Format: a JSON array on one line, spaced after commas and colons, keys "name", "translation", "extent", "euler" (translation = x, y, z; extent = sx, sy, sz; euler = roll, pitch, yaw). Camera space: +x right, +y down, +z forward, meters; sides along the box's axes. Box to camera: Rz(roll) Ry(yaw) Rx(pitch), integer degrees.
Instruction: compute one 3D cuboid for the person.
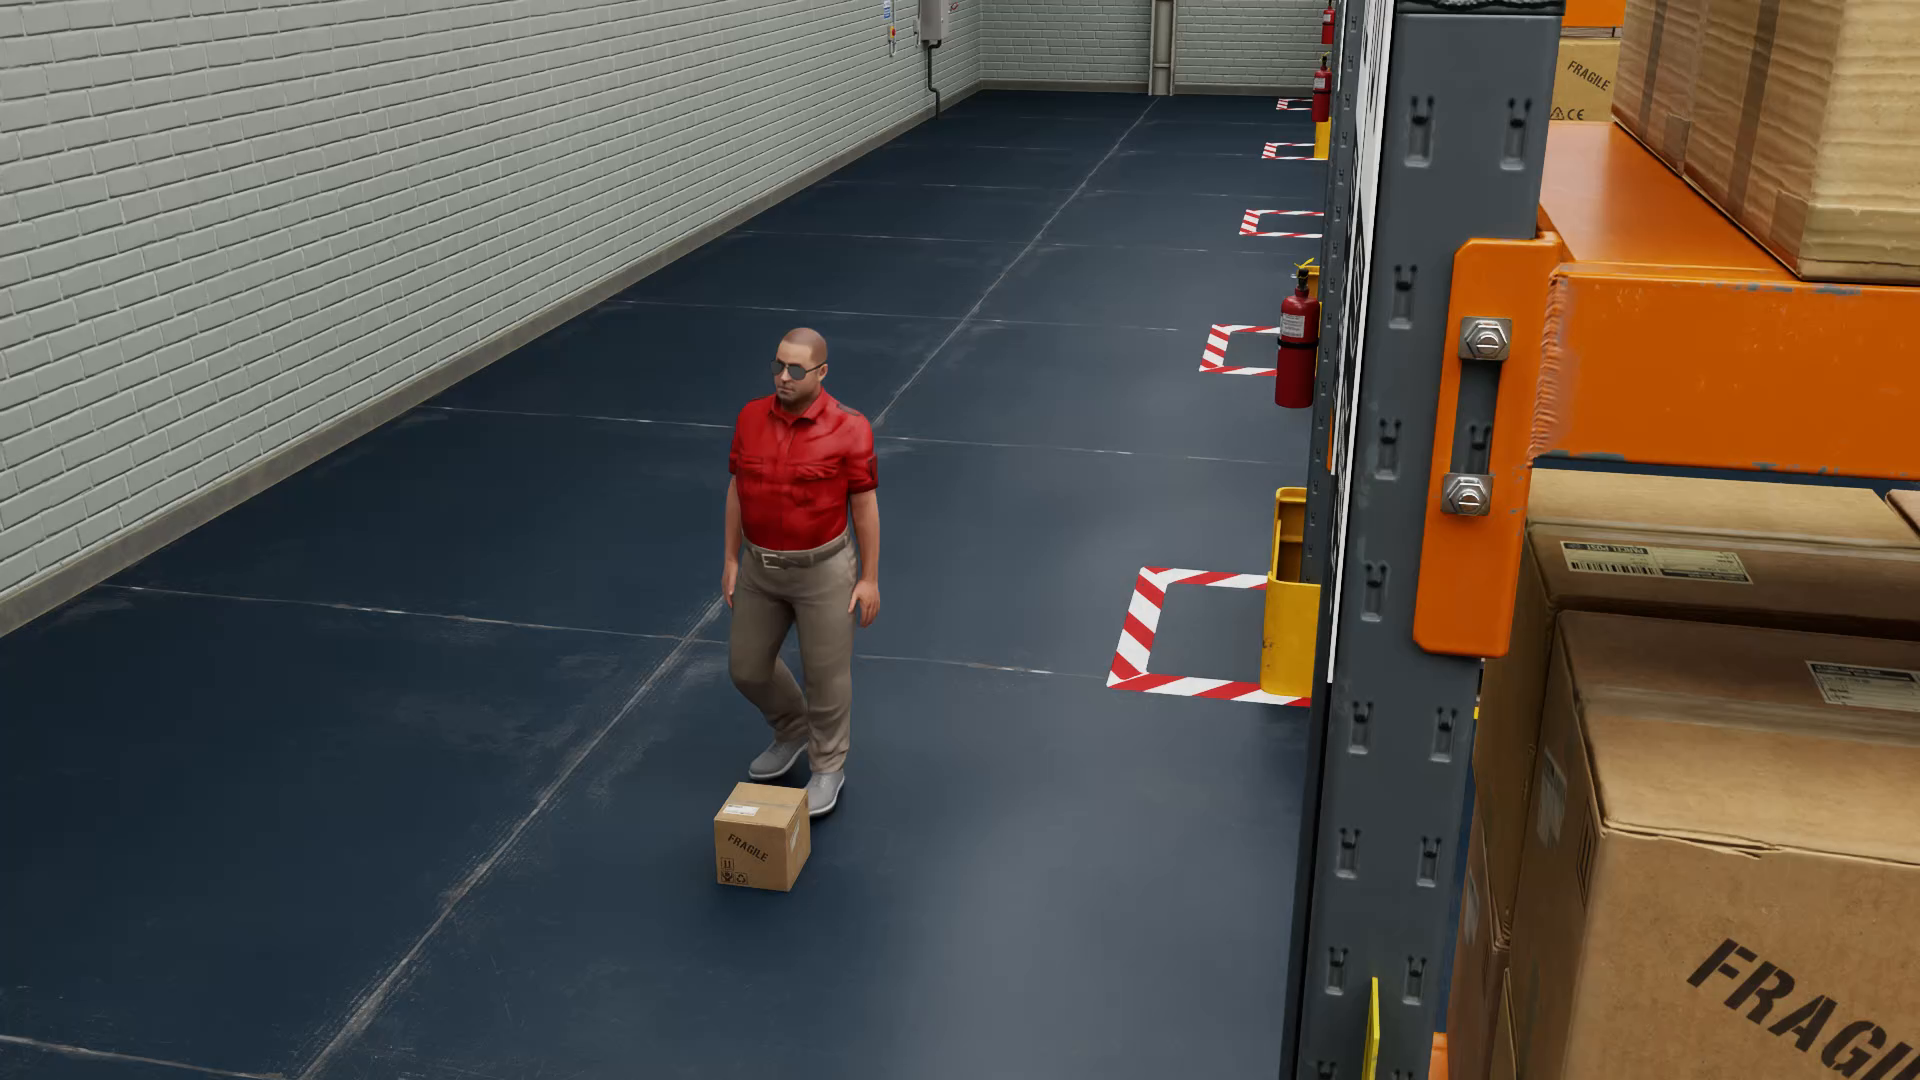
[{"name": "person", "translation": [-0.551, 0.106, 5.809], "extent": [0.569, 1.725, 0.485], "euler": [8, 23, 19]}]
